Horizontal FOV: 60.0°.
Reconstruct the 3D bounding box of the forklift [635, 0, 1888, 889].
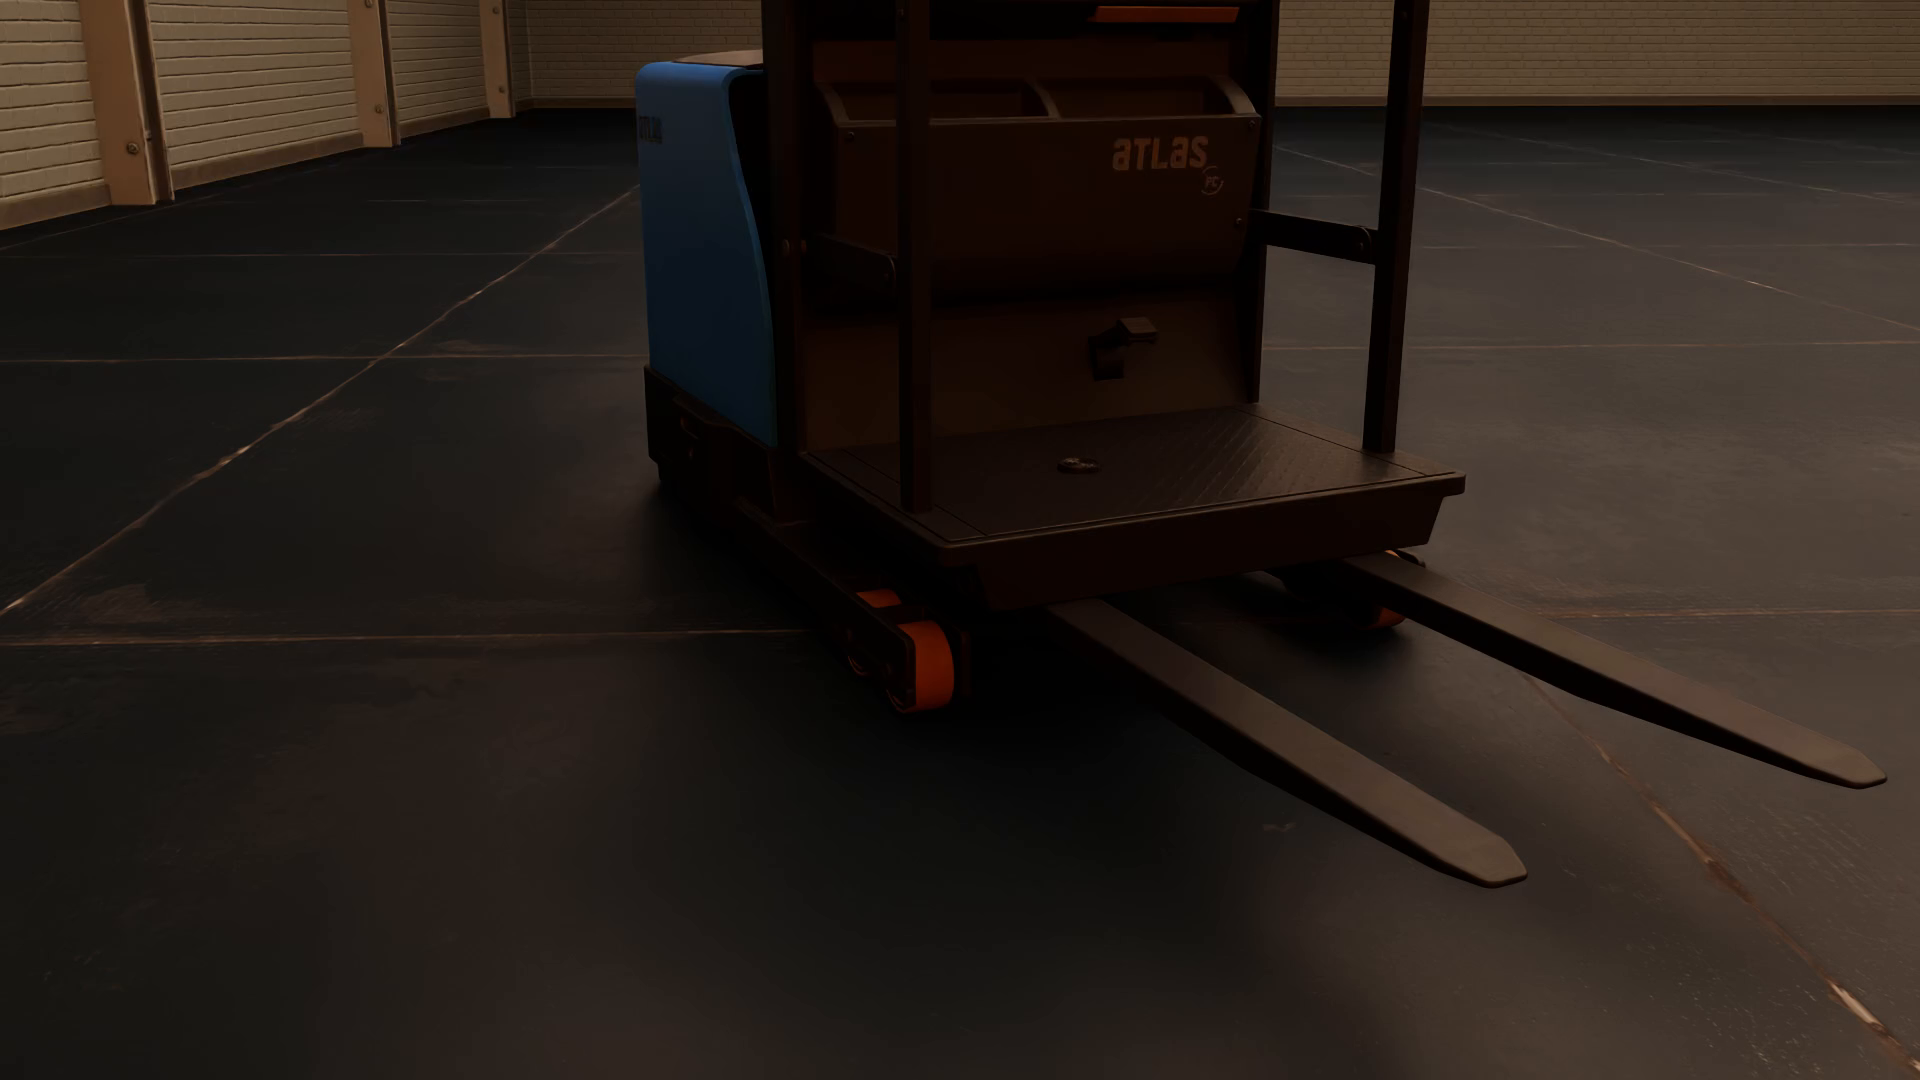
[{"bbox_3d":[0.258,-1.240,2.962,1.130,2.935,3.031,-8,19,-24],"label":"forklift"}]
